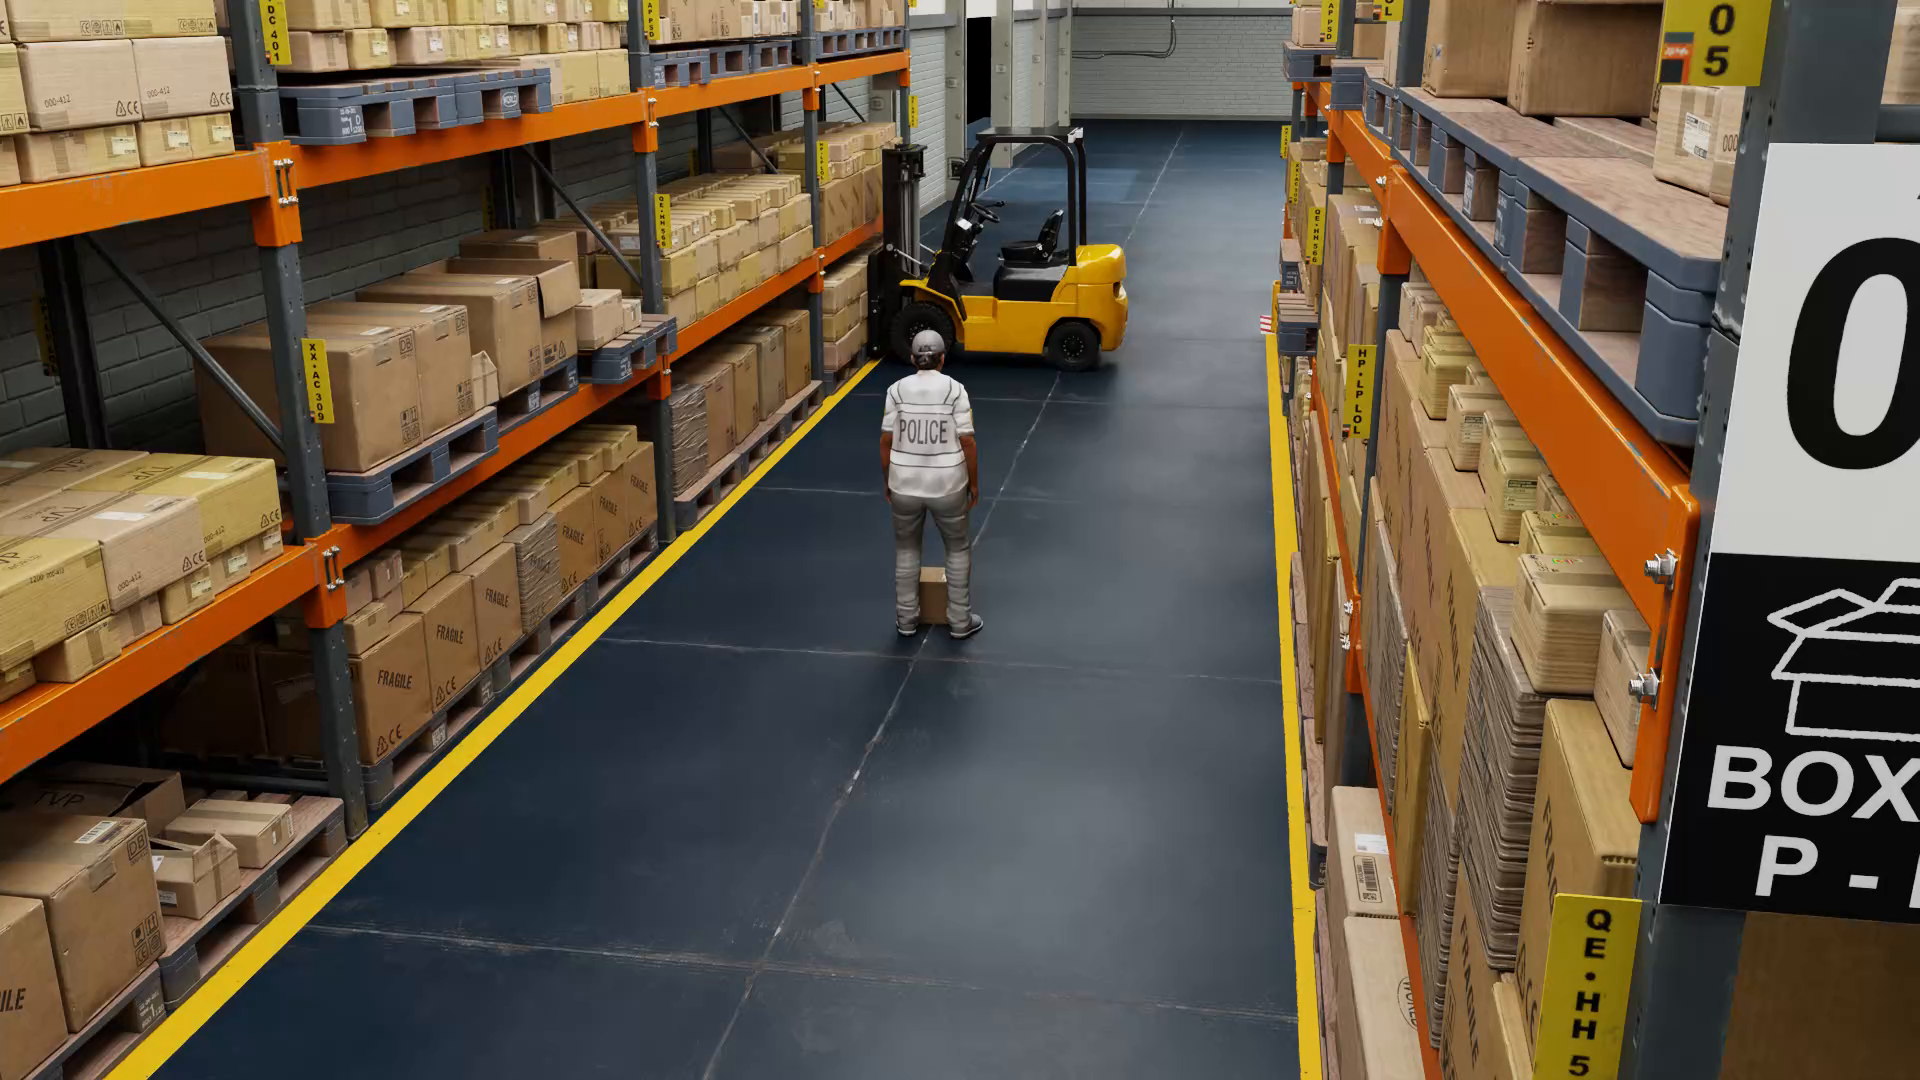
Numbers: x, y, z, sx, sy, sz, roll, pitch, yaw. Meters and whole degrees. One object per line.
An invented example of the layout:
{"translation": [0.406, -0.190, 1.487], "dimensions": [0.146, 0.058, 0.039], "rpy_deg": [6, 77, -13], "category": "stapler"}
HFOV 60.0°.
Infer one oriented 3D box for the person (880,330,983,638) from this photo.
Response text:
{"translation": [-0.153, -0.292, 8.942], "dimensions": [0.537, 1.666, 0.467], "rpy_deg": [3, 18, 9], "category": "person"}
